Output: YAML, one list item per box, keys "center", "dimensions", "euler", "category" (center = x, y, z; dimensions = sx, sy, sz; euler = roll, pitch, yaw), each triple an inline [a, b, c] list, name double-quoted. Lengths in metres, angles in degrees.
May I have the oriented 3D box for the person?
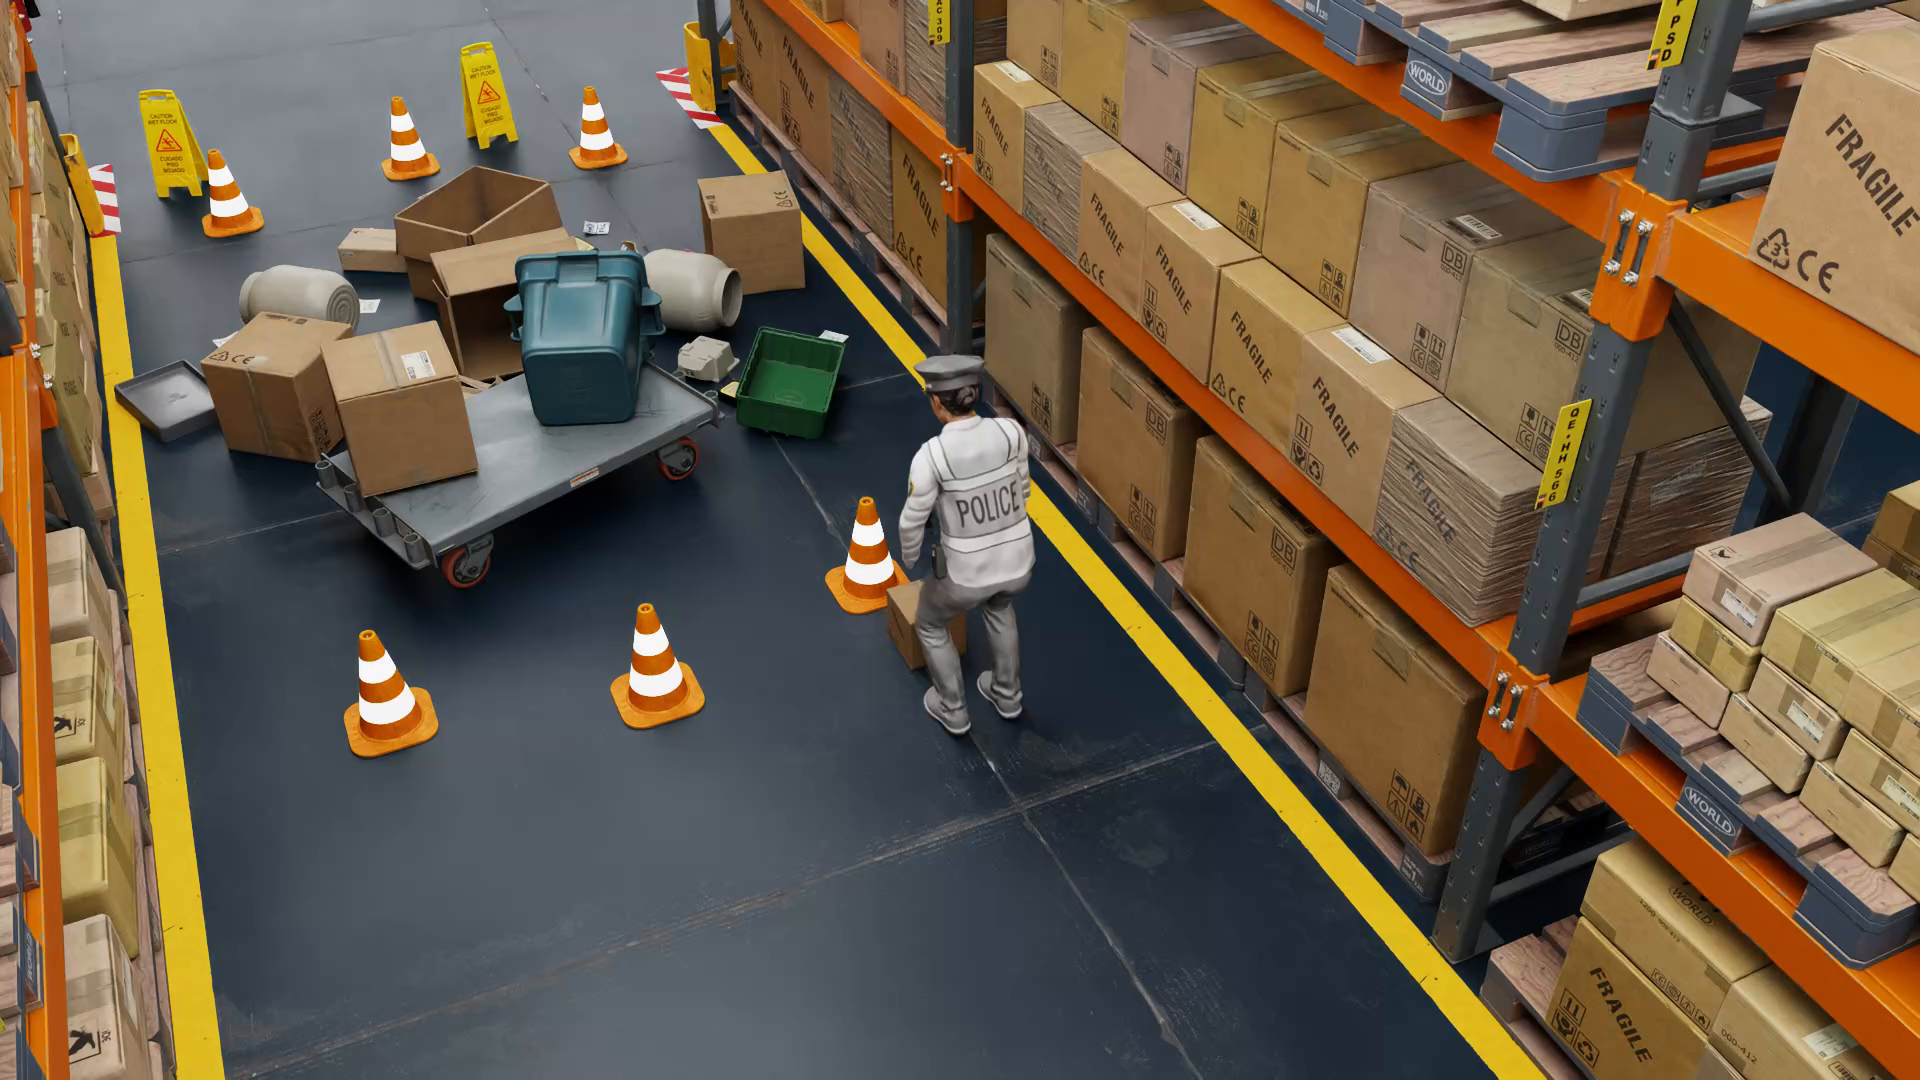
- center: [0.021, 0.051, 6.167]
  dimensions: [0.516, 1.576, 0.526]
  euler: [-15, 40, -19]
  category: "person"
